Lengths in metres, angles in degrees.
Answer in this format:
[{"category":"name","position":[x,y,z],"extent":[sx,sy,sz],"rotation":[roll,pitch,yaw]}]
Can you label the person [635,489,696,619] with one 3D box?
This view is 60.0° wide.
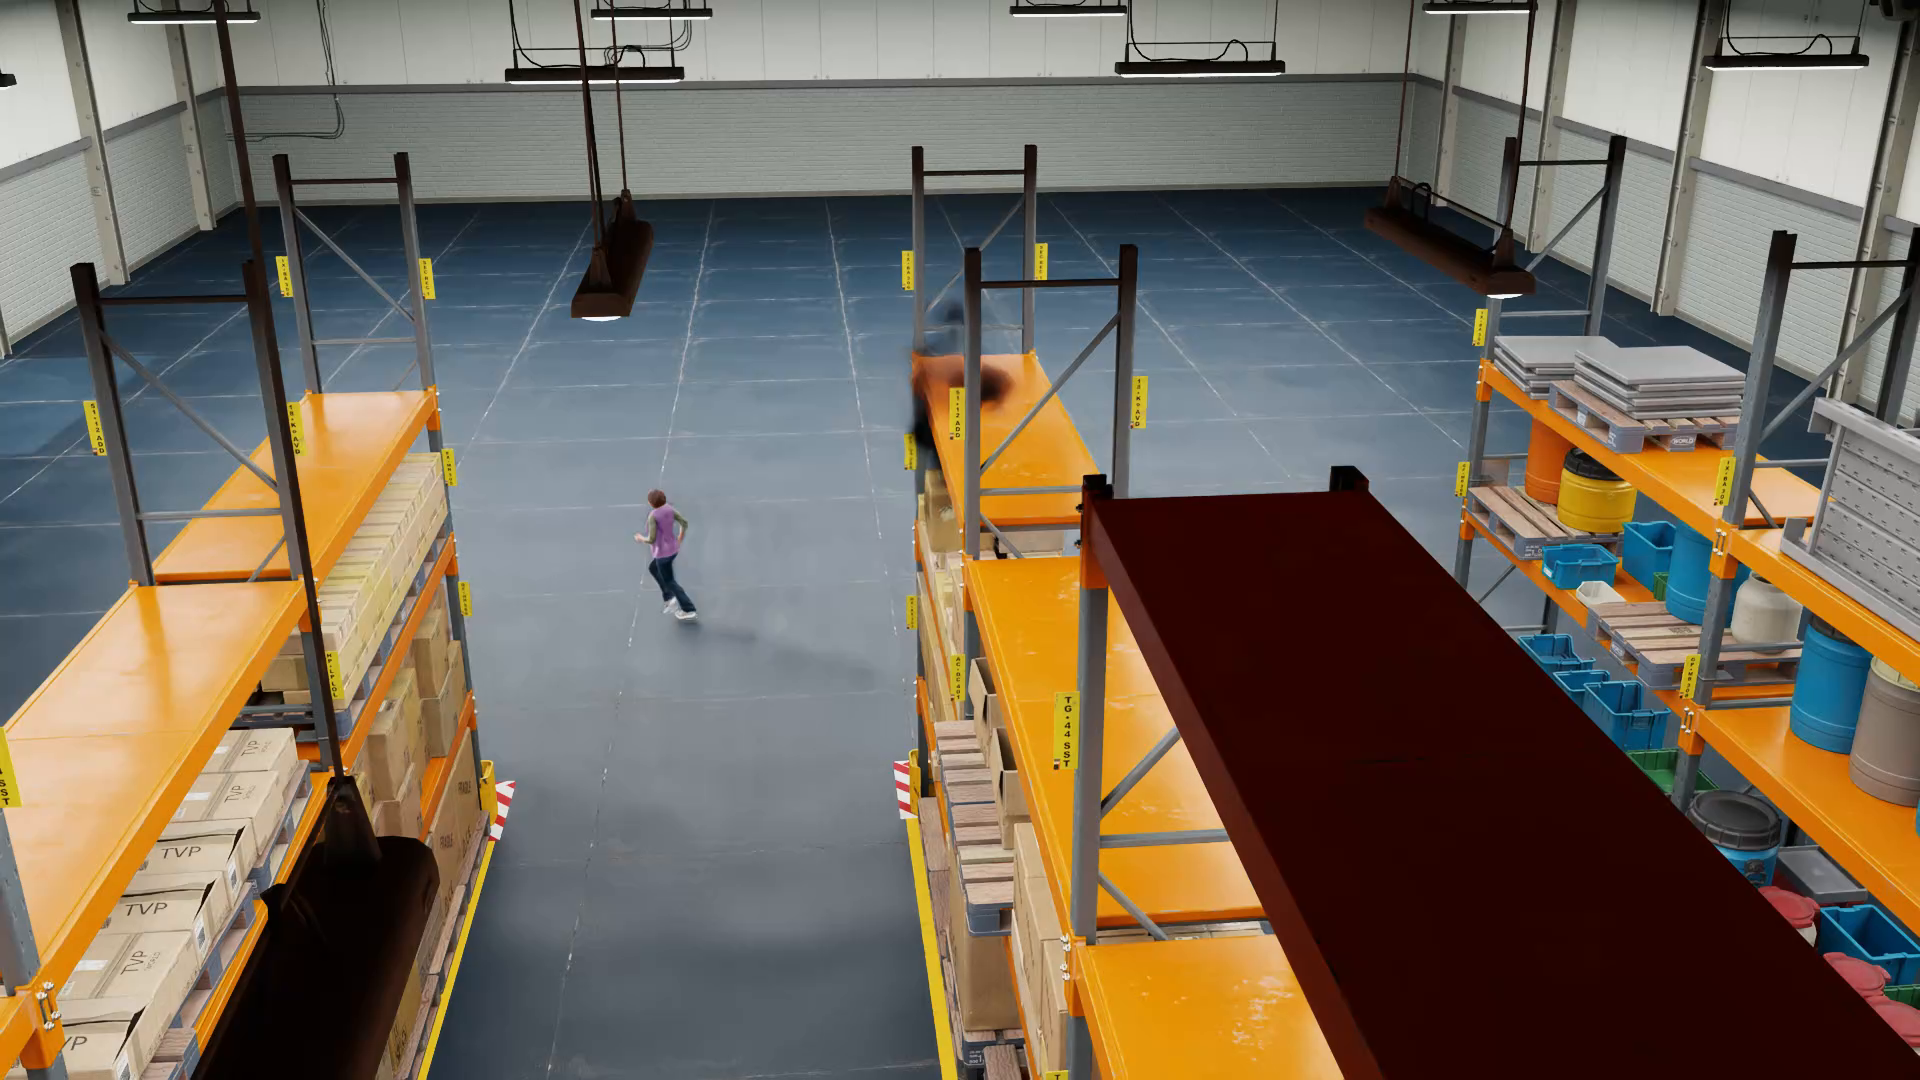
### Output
[{"category":"person","position":[-3.384,0.167,19.108],"extent":[0.756,1.564,0.455],"rotation":[8,23,20]}]
